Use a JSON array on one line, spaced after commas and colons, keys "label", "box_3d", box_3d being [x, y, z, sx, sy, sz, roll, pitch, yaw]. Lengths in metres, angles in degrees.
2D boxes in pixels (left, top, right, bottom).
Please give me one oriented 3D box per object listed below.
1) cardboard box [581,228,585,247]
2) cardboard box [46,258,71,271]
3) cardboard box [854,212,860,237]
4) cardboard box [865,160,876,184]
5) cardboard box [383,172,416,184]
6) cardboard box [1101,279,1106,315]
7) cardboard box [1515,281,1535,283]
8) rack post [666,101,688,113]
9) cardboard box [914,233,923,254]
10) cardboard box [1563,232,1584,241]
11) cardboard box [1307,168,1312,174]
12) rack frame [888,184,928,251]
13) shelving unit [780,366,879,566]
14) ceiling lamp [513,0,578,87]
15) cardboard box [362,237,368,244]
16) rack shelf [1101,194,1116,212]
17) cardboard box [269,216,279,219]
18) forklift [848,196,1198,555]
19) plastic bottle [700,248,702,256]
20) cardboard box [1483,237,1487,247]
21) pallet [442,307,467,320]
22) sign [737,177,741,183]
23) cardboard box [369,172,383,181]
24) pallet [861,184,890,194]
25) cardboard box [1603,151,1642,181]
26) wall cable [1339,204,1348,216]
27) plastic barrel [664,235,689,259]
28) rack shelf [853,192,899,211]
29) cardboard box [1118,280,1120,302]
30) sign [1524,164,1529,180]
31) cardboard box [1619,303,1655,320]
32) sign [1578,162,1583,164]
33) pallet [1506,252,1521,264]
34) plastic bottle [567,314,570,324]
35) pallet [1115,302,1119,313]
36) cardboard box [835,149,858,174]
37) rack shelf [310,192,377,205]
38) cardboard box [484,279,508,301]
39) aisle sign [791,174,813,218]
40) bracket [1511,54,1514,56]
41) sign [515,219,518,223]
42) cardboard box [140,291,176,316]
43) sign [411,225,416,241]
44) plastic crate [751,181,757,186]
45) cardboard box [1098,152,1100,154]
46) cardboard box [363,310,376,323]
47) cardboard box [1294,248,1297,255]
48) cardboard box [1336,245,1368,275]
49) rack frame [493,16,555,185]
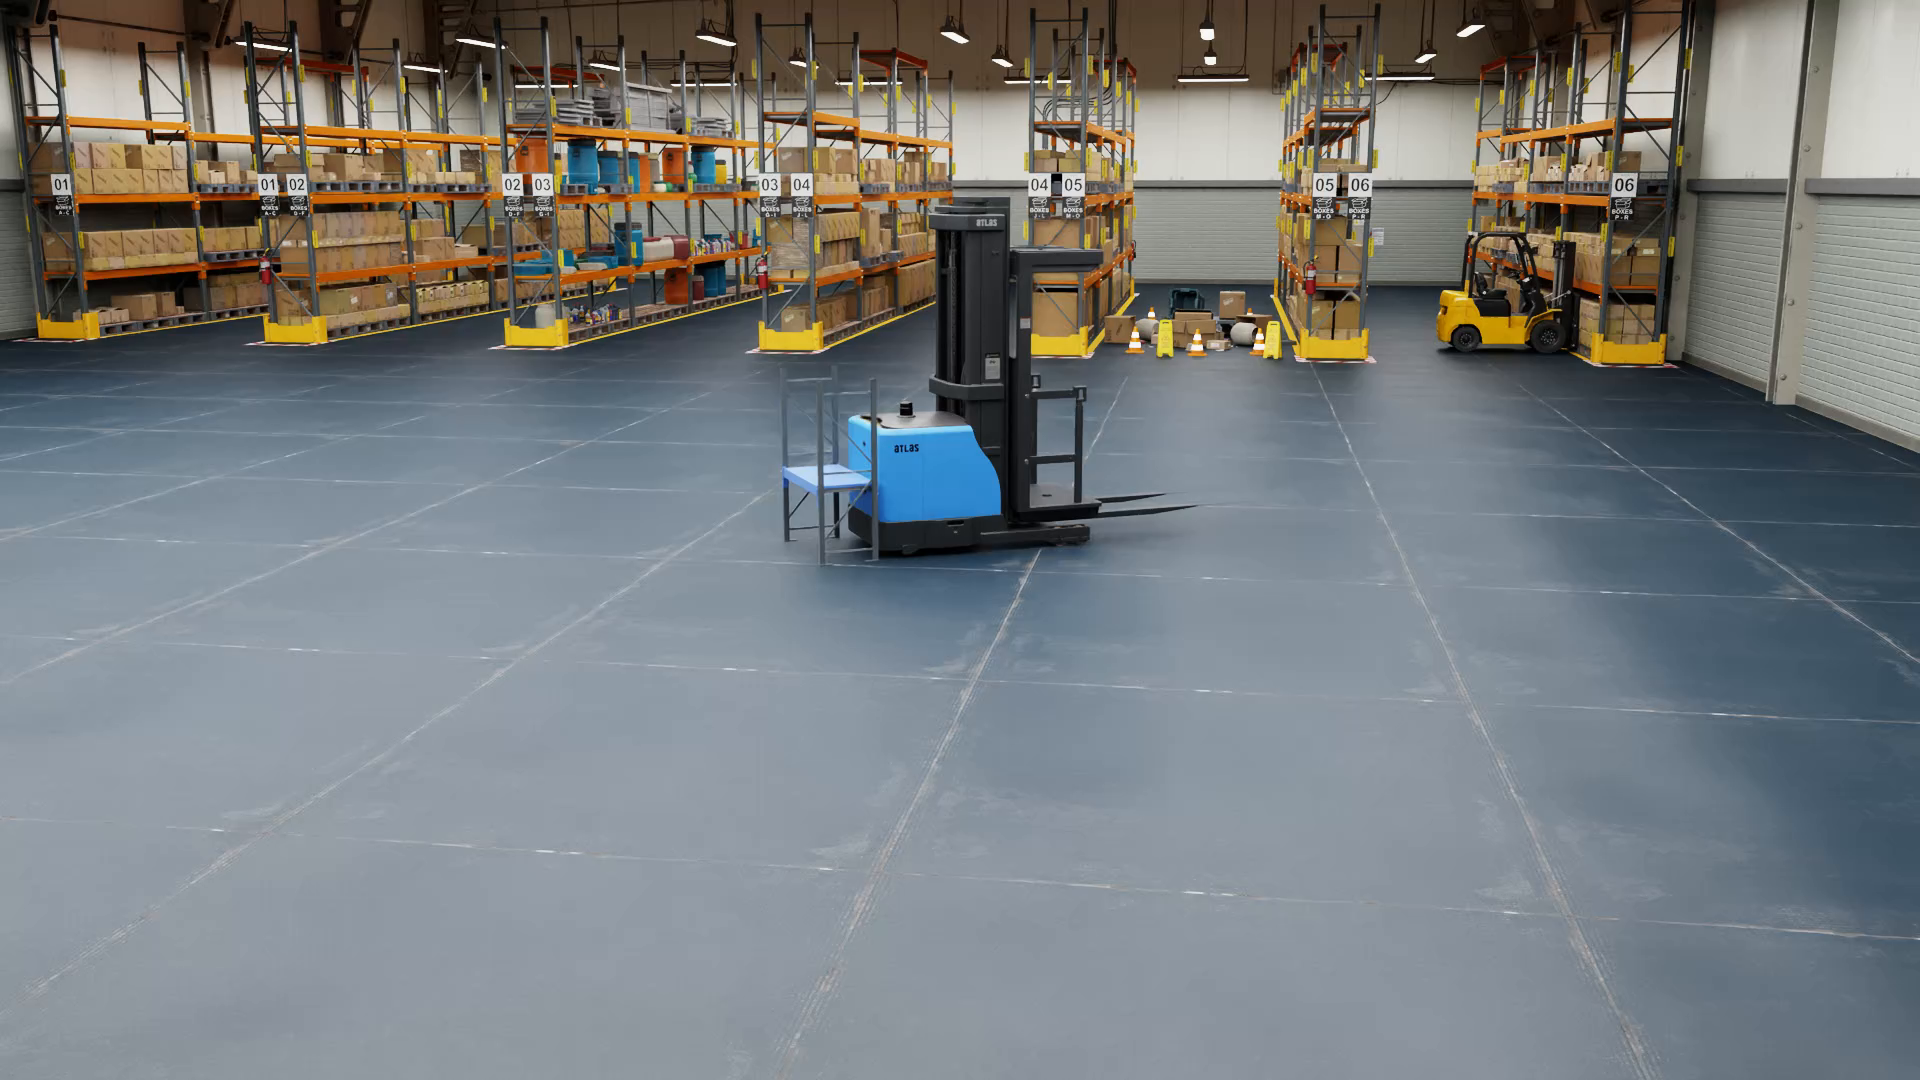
[{"label": "cardboard box", "box_3d": [-10.527, -8.305, 45.675, 0.500, 0.500, 0.500, 2, 12, 8]}, {"label": "cardboard box", "box_3d": [-17.967, -5.544, 33.409, 0.500, 0.250, 0.500, 2, 12, 9]}, {"label": "cardboard box", "box_3d": [-2.346, -6.436, 33.921, 0.500, 0.500, 0.500, 2, 12, 9]}, {"label": "cardboard box", "box_3d": [-2.234, -7.868, 35.522, 0.797, 0.503, 0.637, 2, 12, 11]}, {"label": "cardboard box", "box_3d": [-12.232, -7.904, 36.286, 0.500, 0.250, 0.500, 3, 13, 15]}, {"label": "cardboard box", "box_3d": [2.638, -5.306, 36.338, 1.050, 0.750, 0.750, 2, 12, 10]}, {"label": "cardboard box", "box_3d": [12.685, -5.730, 37.357, 0.380, 0.149, 0.250, 1, 12, 7]}, {"label": "rack post", "box_3d": [-6.804, -10.199, 39.234, 0.624, 0.289, 0.986, 2, 12, 9]}, {"label": "cardboard box", "box_3d": [-1.203, -7.361, 41.291, 0.500, 0.500, 0.500, 2, 12, 10]}, {"label": "cardboard box", "box_3d": [11.807, -5.829, 31.938, 0.380, 0.149, 0.250, 2, 12, 10]}, {"label": "cardboard box", "box_3d": [6.591, -6.835, 30.674, 0.380, 0.149, 0.250, 2, 12, 10]}, {"label": "rack frame", "box_3d": [-1.318, -7.521, 42.272, 1.000, 3.000, 0.127, 2, 12, 9]}, {"label": "shelving unit", "box_3d": [-1.101, -0.642, 13.912, 0.538, 1.500, 1.048, -5, 13, -22]}, {"label": "ceiling lamp", "box_3d": [-12.478, -15.098, 49.335, 2.000, 3.185, 0.800, 2, 12, 9]}, {"label": "cardboard box", "box_3d": [-12.401, -6.160, 34.180, 0.380, 0.149, 0.250, 2, 12, 11]}, {"label": "rack shelf", "box_3d": [2.645, -7.205, 35.393, 1.077, 0.370, 4.000, 2, 12, 9]}, {"label": "cardboard box", "box_3d": [-16.803, -7.843, 40.996, 0.500, 0.250, 0.500, 2, 12, 10]}, {"label": "forklift", "box_3d": [0.591, -1.479, 14.399, 3.031, 2.935, 1.130, -4, 13, -20]}, {"label": "plastic bottle", "box_3d": [-6.305, -6.979, 40.227, 0.097, 0.201, 0.097, 0, 12, 0]}, {"label": "cardboard box", "box_3d": [13.369, -7.434, 41.518, 0.500, 0.250, 0.500, 2, 12, 8]}, {"label": "pallet", "box_3d": [-12.076, -5.224, 38.230, 1.003, 0.211, 1.213, 2, 12, 9]}, {"label": "sign", "box_3d": [-5.669, -9.134, 42.615, 0.100, 0.325, 0.005, 2, 12, 9]}, {"label": "cardboard box", "box_3d": [-15.635, -9.785, 44.779, 0.500, 0.250, 0.500, 2, 12, 8]}, {"label": "pallet", "box_3d": [-2.192, -7.571, 35.831, 1.213, 0.211, 1.003, 2, 12, 9]}, {"label": "cardboard box", "box_3d": [11.361, -6.411, 28.531, 0.500, 0.500, 0.500, 2, 12, 11]}, {"label": "wall cable", "box_3d": [11.337, -9.660, 49.786, 0.588, 1.984, 0.122, 2, 12, 9]}, {"label": "plastic barrel", "box_3d": [-6.599, -6.809, 38.644, 0.600, 0.536, 0.708, 2, 12, 9]}, {"label": "rack shelf", "box_3d": [-2.241, -7.387, 36.236, 1.077, 0.370, 4.000, 2, 12, 9]}, {"label": "cardboard box", "box_3d": [3.623, -6.053, 40.399, 0.500, 0.500, 0.500, 2, 12, 7]}, {"label": "sign", "box_3d": [12.228, -7.944, 35.888, 0.100, 0.325, 0.005, 2, 12, 9]}, {"label": "cardboard box", "box_3d": [11.795, -3.986, 29.024, 0.500, 0.250, 0.500, 2, 12, 8]}, {"label": "sign", "box_3d": [13.311, -7.945, 35.705, 0.100, 0.325, 0.005, 2, 12, 9]}, {"label": "pallet", "box_3d": [12.799, -6.257, 36.861, 1.213, 0.211, 1.003, 2, 12, 9]}, {"label": "plastic bottle", "box_3d": [-7.995, -4.507, 33.886, 0.097, 0.201, 0.097, 0, 12, 0]}, {"label": "pallet", "box_3d": [3.264, -5.559, 39.788, 1.003, 0.211, 1.213, 2, 12, 9]}, {"label": "cardboard box", "box_3d": [-2.366, -7.659, 33.661, 0.500, 0.500, 0.500, 2, 12, 7]}, {"label": "rack shelf", "box_3d": [-16.309, -8.701, 42.334, 1.077, 0.370, 4.000, 2, 12, 9]}, {"label": "cardboard box", "box_3d": [-11.369, -6.089, 40.515, 0.500, 0.500, 0.500, 2, 12, 11]}, {"label": "aisle sign", "box_3d": [-2.877, -6.271, 30.302, 0.394, 0.787, 0.004, 2, 12, 9]}, {"label": "bracket", "box_3d": [14.885, -13.022, 45.013, 0.235, 0.232, 0.430, 2, 12, 9]}, {"label": "sign", "box_3d": [-11.643, -8.282, 43.748, 0.100, 0.325, 0.005, 2, 12, 9]}, {"label": "cardboard box", "box_3d": [-17.352, -5.113, 35.987, 0.500, 0.500, 0.500, 1, 12, 4]}, {"label": "sign", "box_3d": [-11.788, -6.622, 35.856, 0.100, 0.325, 0.005, 2, 12, 9]}, {"label": "plastic crate", "box_3d": [-5.932, -9.845, 46.248, 0.497, 0.269, 0.590, 2, 12, 9]}, {"label": "cardboard box", "box_3d": [2.518, -7.470, 32.385, 0.380, 0.149, 0.250, 2, 12, 9]}, {"label": "cardboard box", "box_3d": [-12.417, -4.622, 34.352, 0.500, 0.250, 0.500, 2, 12, 9]}, {"label": "cardboard box", "box_3d": [7.398, -6.218, 35.826, 0.380, 0.149, 0.250, 2, 12, 9]}, {"label": "cardboard box", "box_3d": [6.975, -4.986, 29.565, 0.500, 0.500, 0.500, 2, 12, 8]}, {"label": "rack frame", "box_3d": [-8.058, -8.116, 30.793, 1.000, 3.000, 0.127, 2, 12, 9]}]
